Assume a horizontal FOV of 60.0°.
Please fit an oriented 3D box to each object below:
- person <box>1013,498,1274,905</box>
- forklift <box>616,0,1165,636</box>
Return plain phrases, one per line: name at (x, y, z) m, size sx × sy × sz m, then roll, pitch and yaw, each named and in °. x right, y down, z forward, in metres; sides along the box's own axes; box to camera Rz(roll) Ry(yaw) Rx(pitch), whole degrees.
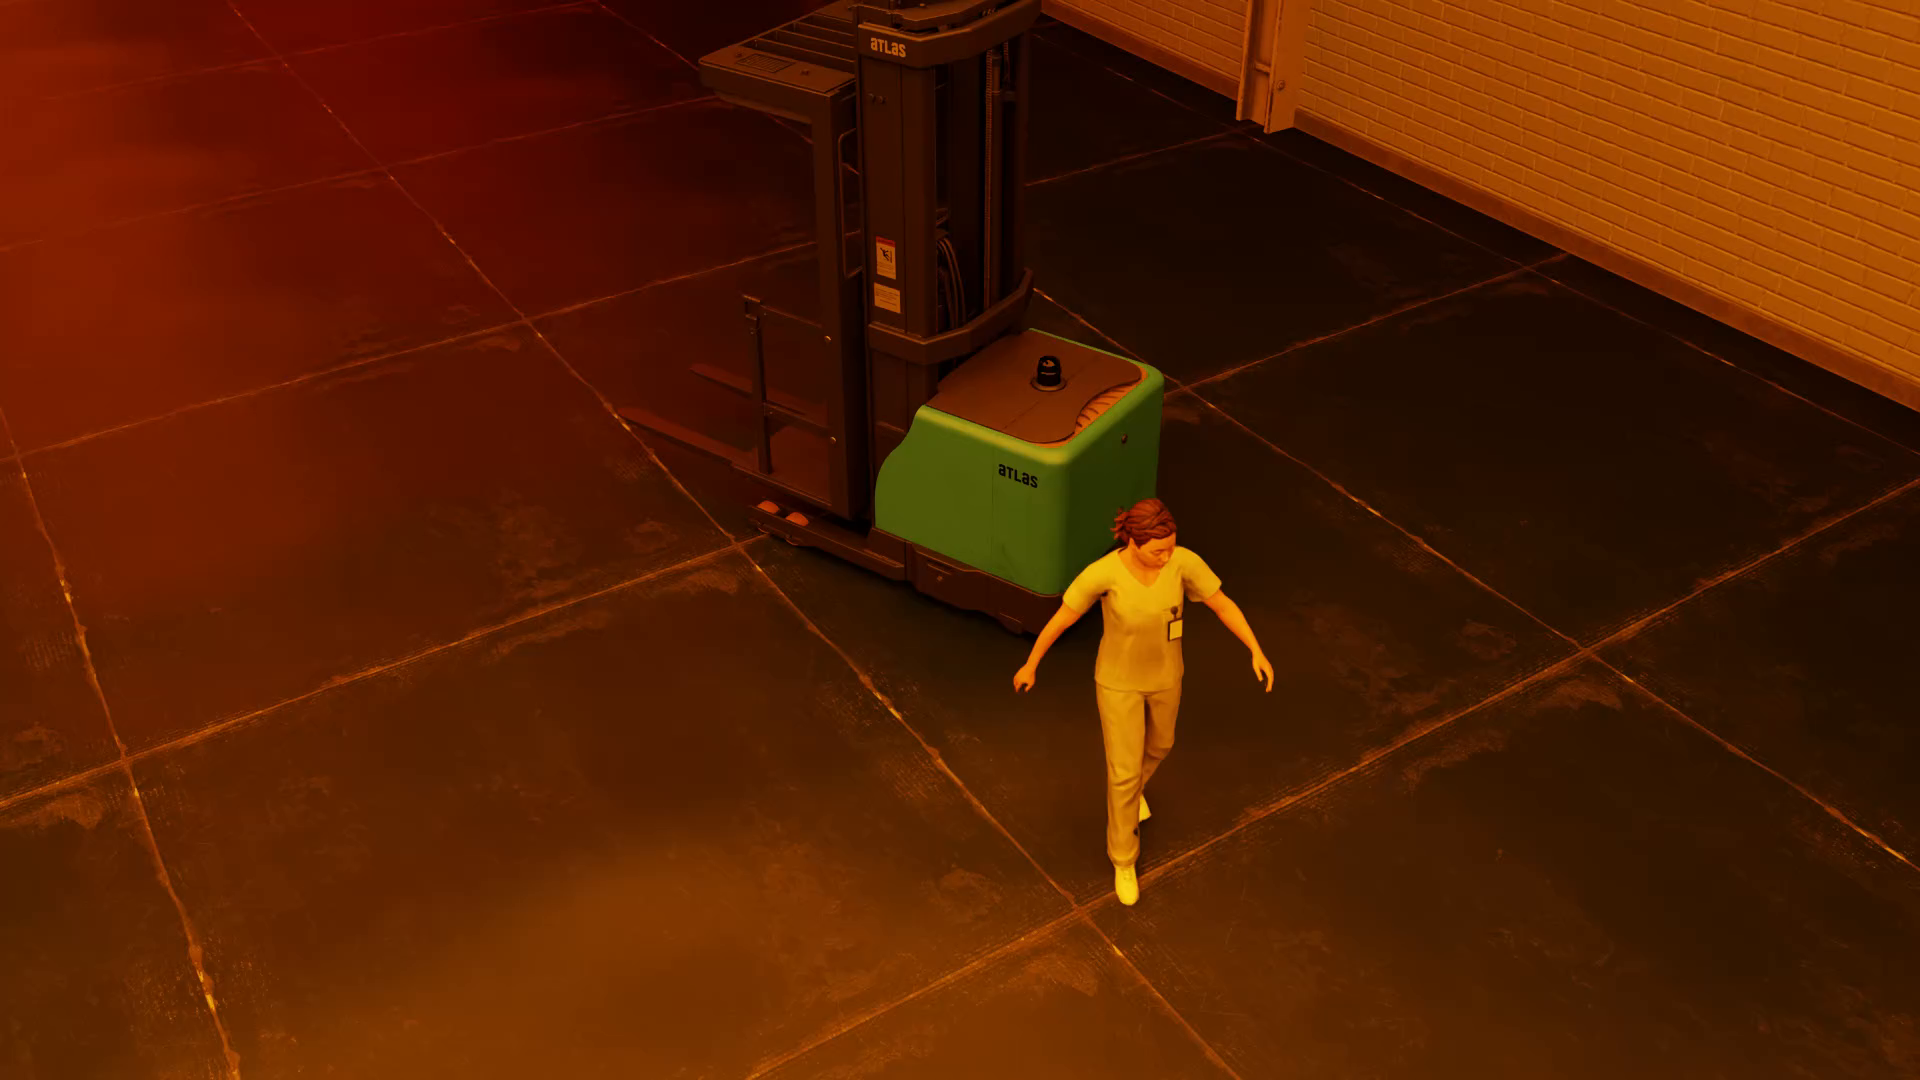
person at (0.680, 0.579, 6.456) m, size 0.870 × 1.658 × 0.714 m, roll -9°, pitch 36°, yaw -13°
forklift at (-0.500, -1.399, 8.138) m, size 3.031 × 2.935 × 1.130 m, roll 22°, pitch 41°, yaw 28°
